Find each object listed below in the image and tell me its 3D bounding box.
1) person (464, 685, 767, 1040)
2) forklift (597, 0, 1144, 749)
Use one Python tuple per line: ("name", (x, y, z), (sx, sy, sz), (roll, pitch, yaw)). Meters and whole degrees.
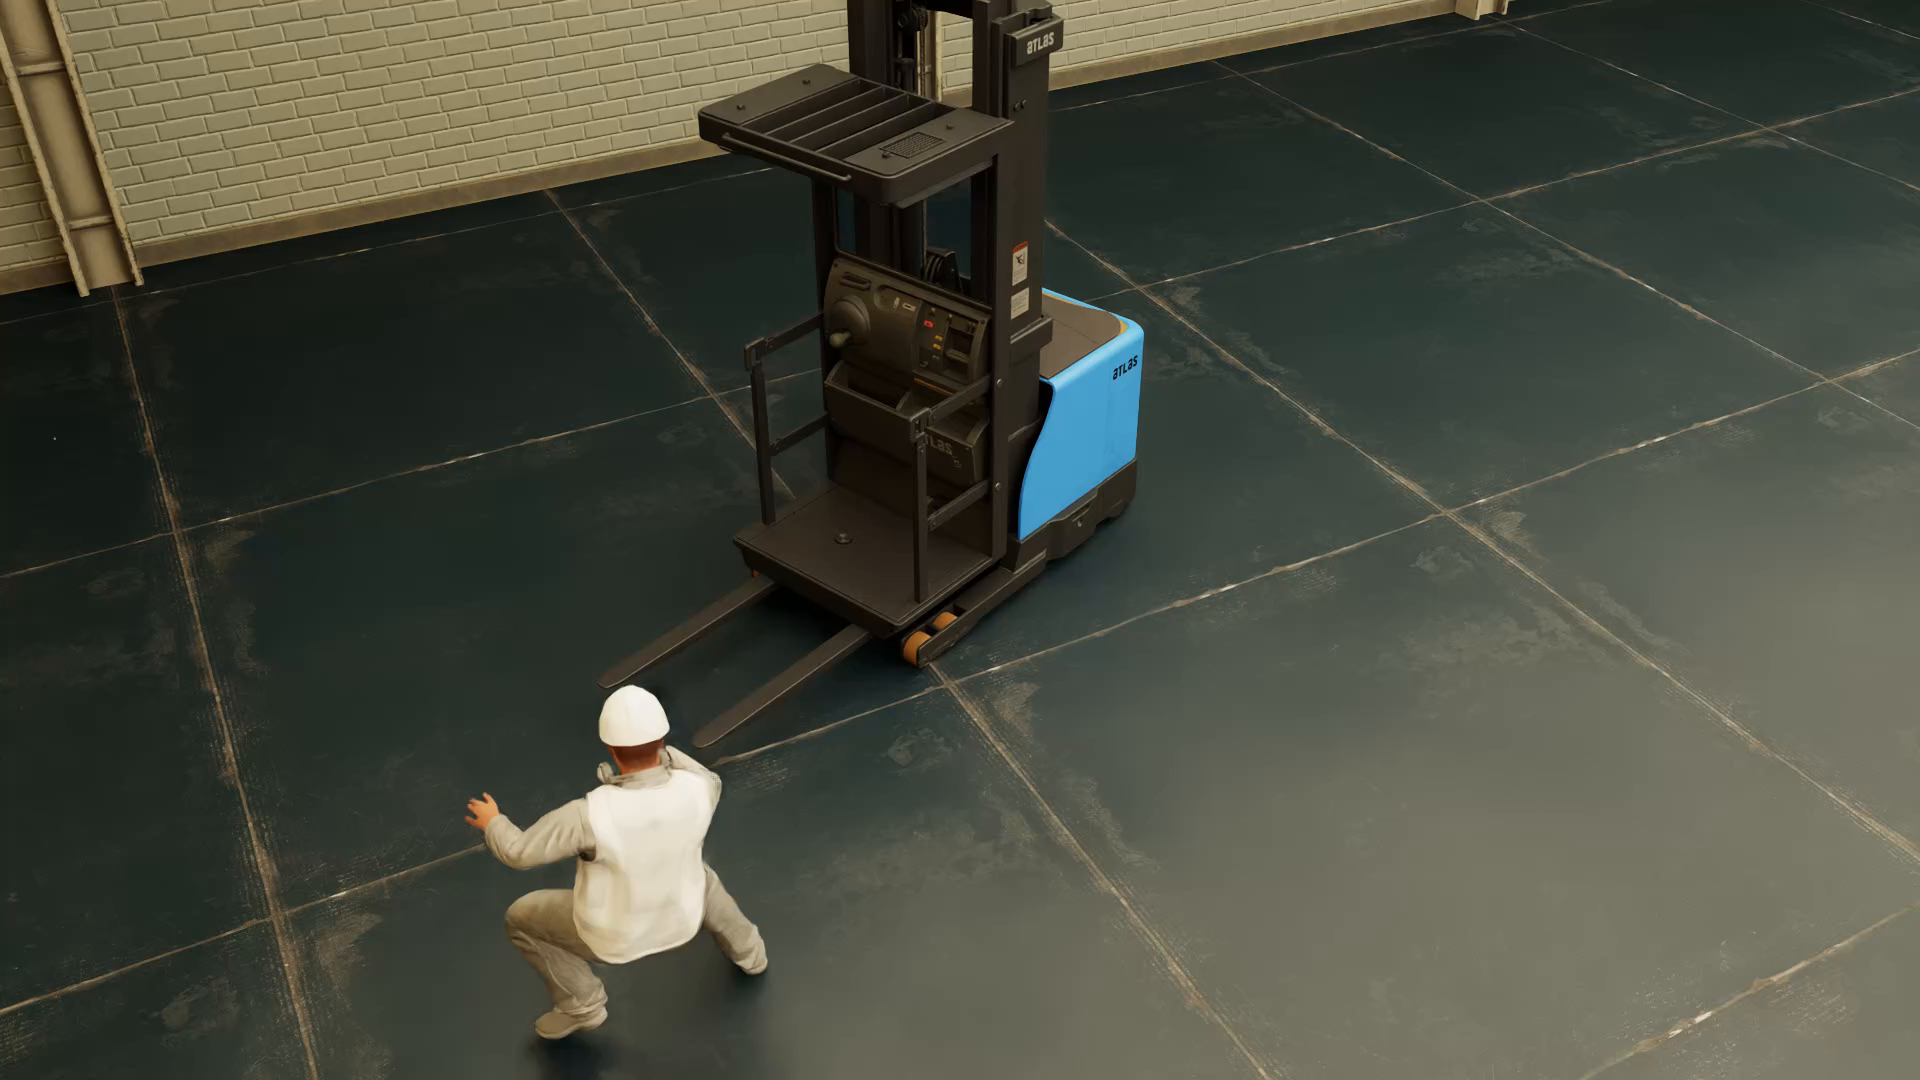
("person", (-1.157, 1.101, 5.759), (0.943, 1.558, 0.769), (-17, 39, -22))
("forklift", (-0.390, -0.927, 7.434), (1.130, 2.935, 3.031), (26, 43, 31))
